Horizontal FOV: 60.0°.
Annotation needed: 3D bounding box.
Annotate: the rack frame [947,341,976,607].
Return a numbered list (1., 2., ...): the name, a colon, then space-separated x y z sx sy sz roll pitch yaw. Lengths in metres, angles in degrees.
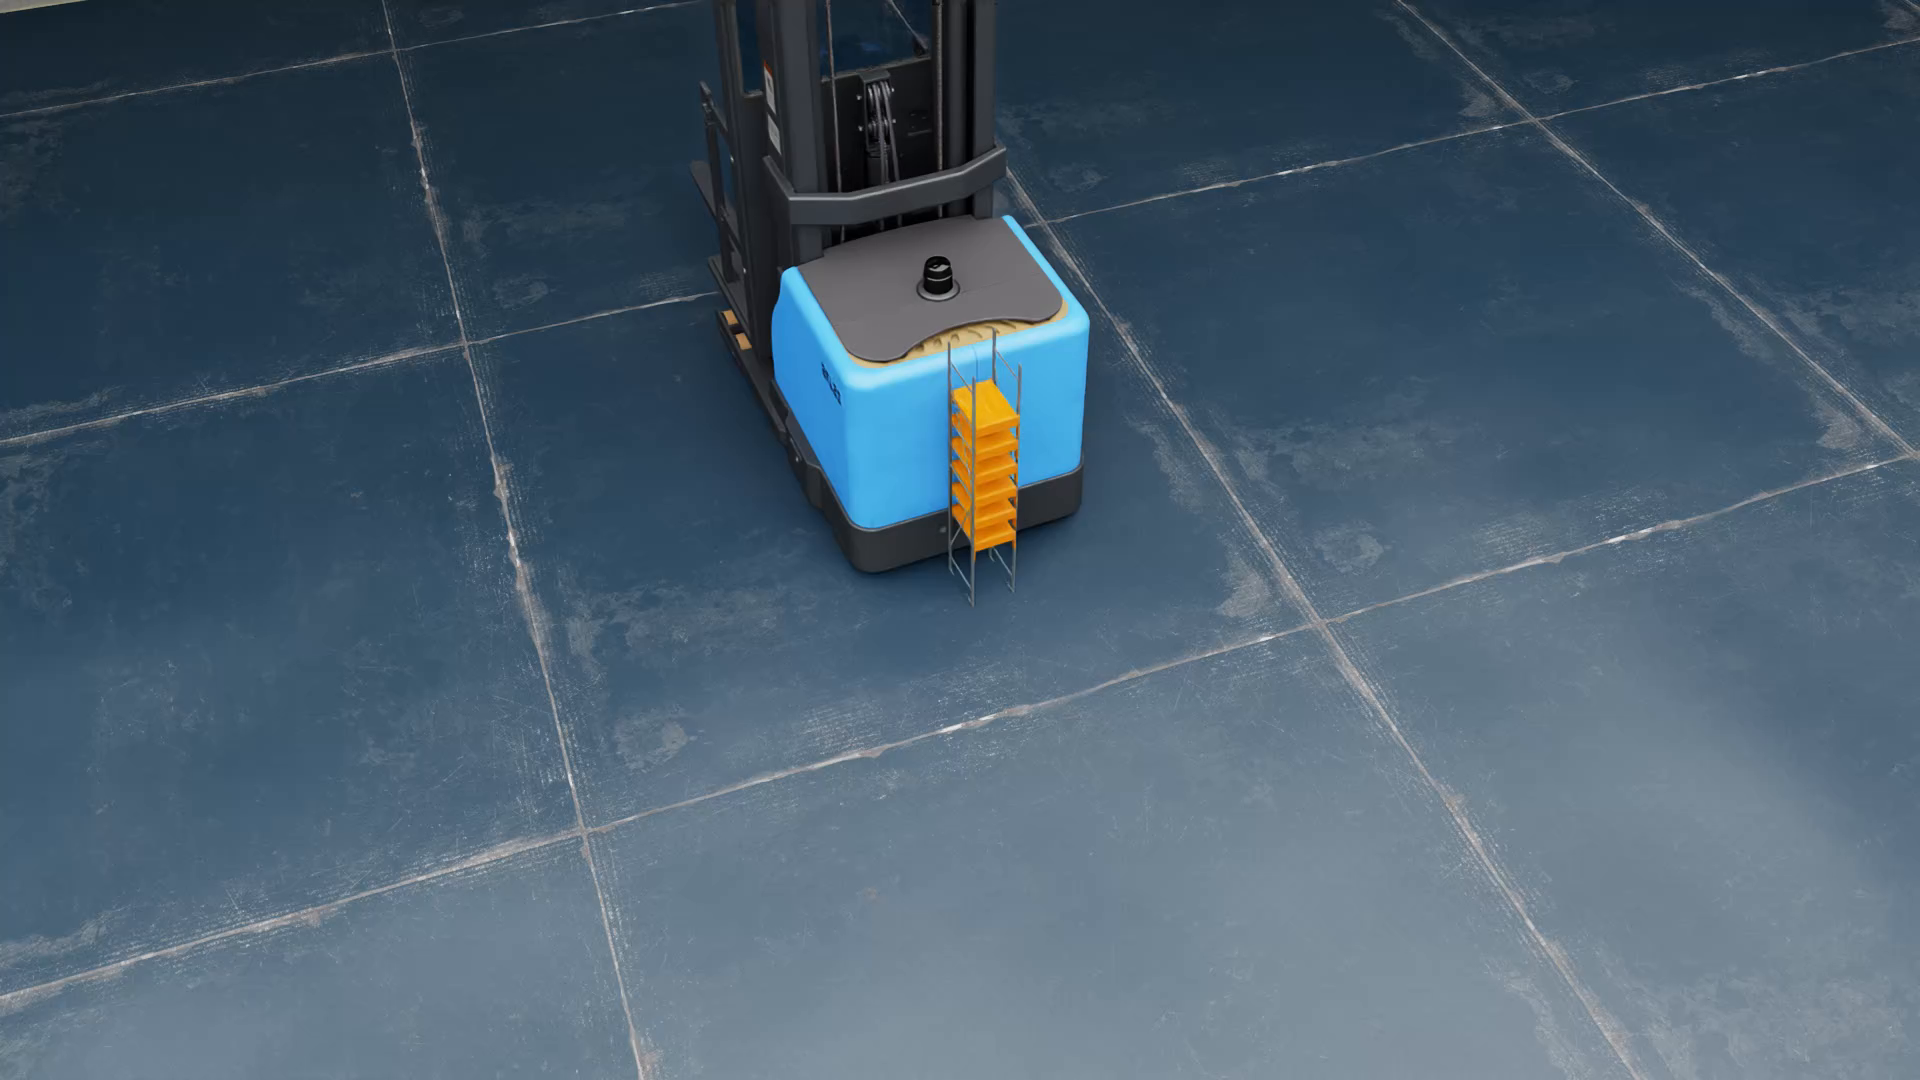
1. rack frame: 0.005 -0.228 6.440 0.006 1.200 0.240 -18 48 -17

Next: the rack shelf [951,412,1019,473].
1. rack shelf: 0.088 -0.393 6.328 0.180 0.103 0.258 -18 48 -17

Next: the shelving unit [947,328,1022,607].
1. shelving unit: 0.088 -0.255 6.466 0.189 1.200 0.258 -18 48 -17

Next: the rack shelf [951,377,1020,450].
1. rack shelf: 0.088 -0.478 6.243 0.180 0.103 0.258 -18 48 -17

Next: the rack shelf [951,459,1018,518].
1. rack shelf: 0.088 -0.224 6.498 0.180 0.103 0.258 -18 48 -17

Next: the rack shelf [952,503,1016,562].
1. rack shelf: 0.088 -0.054 6.668 0.180 0.103 0.258 -18 48 -17

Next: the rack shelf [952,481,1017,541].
1. rack shelf: 0.088 -0.139 6.583 0.180 0.103 0.258 -18 48 -17

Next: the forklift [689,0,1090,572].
1. forklift: -0.519 -1.960 6.943 1.130 2.935 3.031 -17 47 -16

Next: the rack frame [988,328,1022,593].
1. rack frame: 0.172 -0.282 6.493 0.006 1.200 0.240 -18 48 -17

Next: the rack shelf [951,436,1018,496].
1. rack shelf: 0.088 -0.308 6.413 0.180 0.103 0.258 -18 48 -17
